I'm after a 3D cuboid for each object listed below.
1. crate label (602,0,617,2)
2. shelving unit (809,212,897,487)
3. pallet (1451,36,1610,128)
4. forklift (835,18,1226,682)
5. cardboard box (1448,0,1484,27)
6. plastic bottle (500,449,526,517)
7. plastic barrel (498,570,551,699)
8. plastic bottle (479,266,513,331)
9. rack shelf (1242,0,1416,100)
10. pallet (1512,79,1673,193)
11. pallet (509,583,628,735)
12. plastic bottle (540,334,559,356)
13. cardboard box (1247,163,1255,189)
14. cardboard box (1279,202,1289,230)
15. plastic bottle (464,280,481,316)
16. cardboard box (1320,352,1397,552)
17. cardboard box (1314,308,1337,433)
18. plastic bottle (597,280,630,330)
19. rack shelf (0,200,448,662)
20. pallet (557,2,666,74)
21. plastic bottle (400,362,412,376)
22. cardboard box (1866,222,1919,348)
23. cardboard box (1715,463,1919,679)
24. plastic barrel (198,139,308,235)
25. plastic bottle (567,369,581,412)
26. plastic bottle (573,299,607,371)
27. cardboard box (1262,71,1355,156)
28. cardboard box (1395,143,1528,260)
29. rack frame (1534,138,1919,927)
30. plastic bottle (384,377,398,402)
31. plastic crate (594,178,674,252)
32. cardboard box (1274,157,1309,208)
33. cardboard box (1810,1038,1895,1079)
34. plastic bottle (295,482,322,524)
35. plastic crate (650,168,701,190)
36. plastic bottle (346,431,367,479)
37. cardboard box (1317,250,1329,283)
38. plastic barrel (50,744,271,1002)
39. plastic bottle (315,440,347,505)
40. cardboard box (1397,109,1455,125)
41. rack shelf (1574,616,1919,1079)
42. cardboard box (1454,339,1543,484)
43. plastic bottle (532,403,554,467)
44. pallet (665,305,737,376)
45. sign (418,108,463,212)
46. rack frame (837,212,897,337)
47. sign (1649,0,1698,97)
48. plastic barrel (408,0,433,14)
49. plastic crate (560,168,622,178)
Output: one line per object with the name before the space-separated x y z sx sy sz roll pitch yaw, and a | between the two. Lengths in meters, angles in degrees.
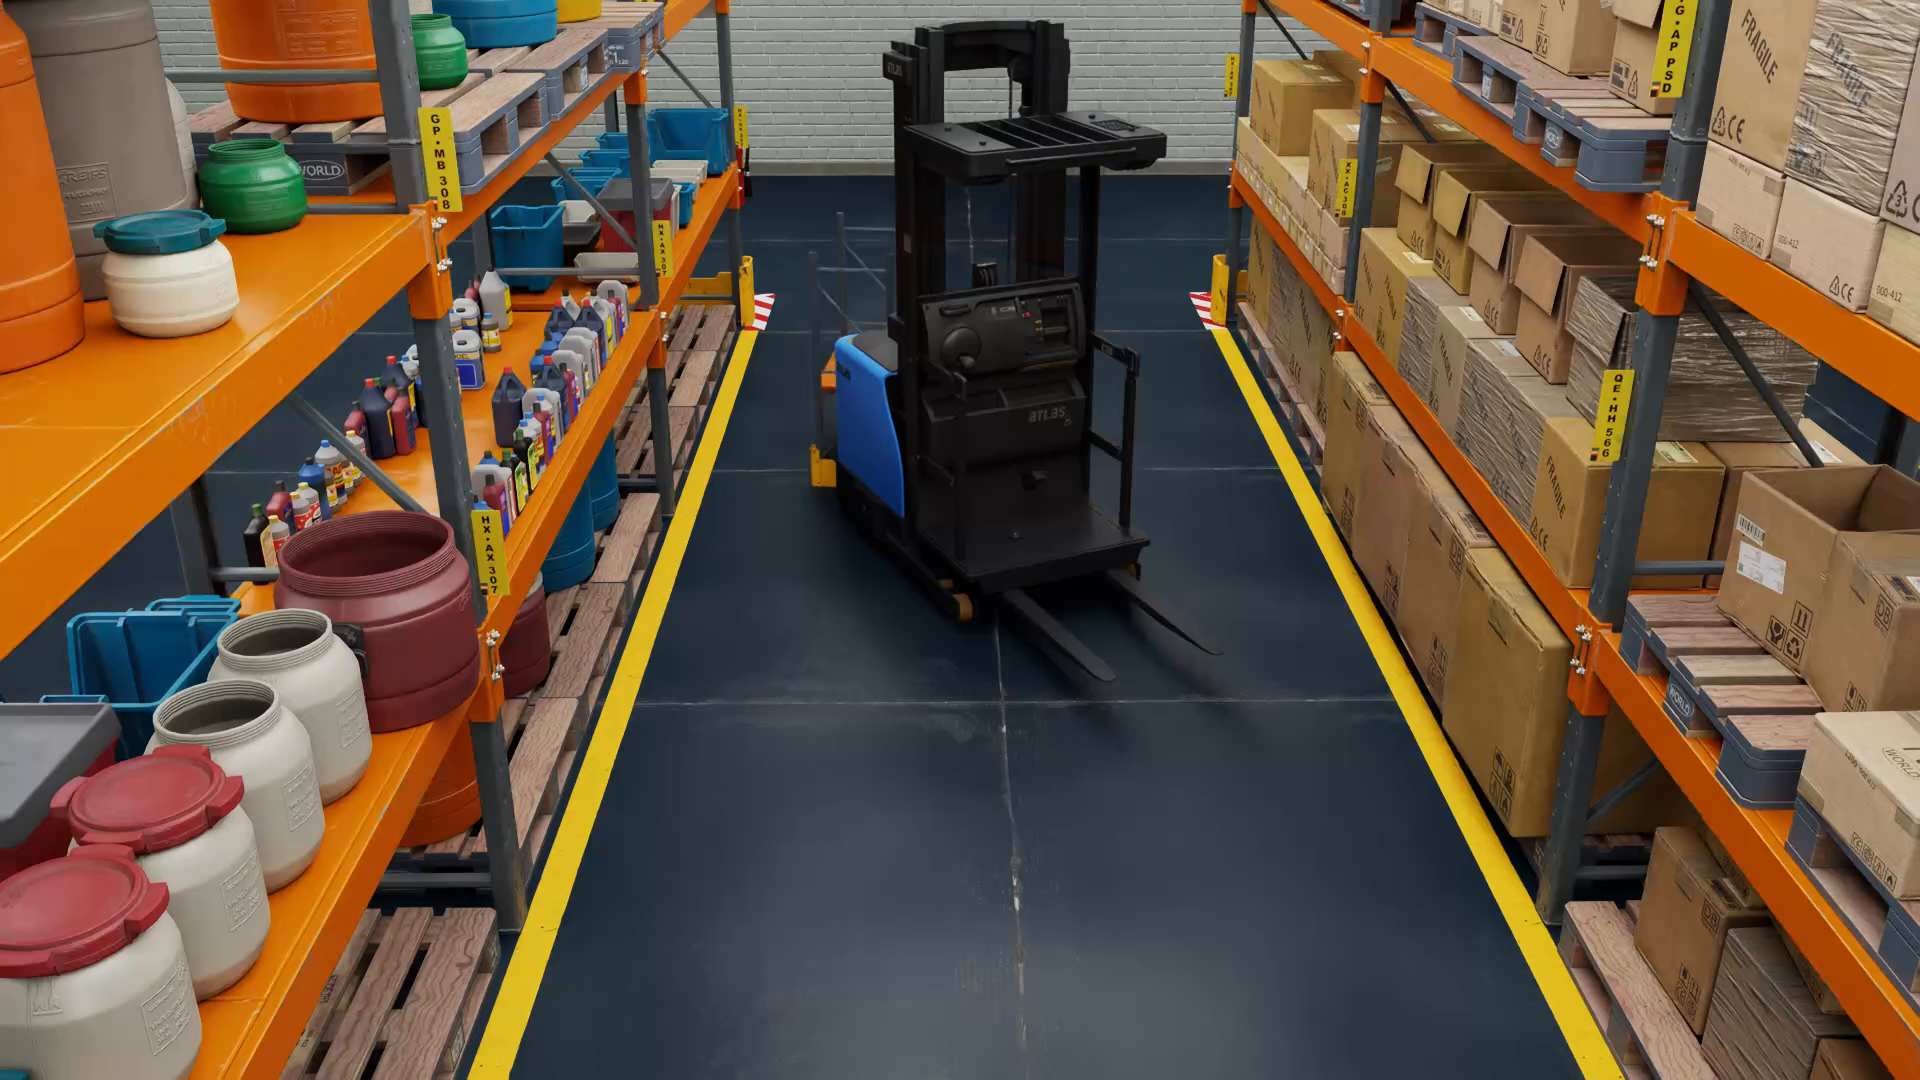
crate label | -1.949 -2.971 9.360 0.293 0.136 0.466 0 24 -1
shelving unit | -0.599 -1.235 10.660 0.587 1.500 1.083 2 24 5
pallet | 2.688 -1.902 6.905 1.003 0.211 1.213 1 24 2
forklift | 0.332 -1.095 8.615 1.130 2.935 3.031 -11 27 -23
cardboard box | 2.642 -2.609 7.837 0.500 0.311 0.500 -1 24 -2
plastic bottle | -1.832 -0.246 6.796 0.061 0.283 0.133 0 24 -1
plastic barrel | -2.224 0.367 7.715 0.600 0.588 0.708 0 24 -1
plastic bottle | -2.553 -1.336 9.124 0.144 0.351 0.185 0 24 -1
rack shelf | 2.698 -3.407 10.876 1.077 0.370 4.000 0 24 -1
pallet | 2.703 -1.442 5.886 1.213 0.211 1.003 1 24 2
pallet | -2.250 0.571 8.232 1.003 0.211 1.213 0 24 -1
plastic bottle | -2.019 -0.880 8.212 0.097 0.271 0.097 0 24 0
cardboard box | 2.357 -2.719 12.426 0.380 0.149 0.250 -1 24 -2
cardboard box | 2.373 -2.188 11.253 0.380 0.149 0.250 0 24 0
plastic bottle | -2.654 -1.261 9.039 0.061 0.283 0.133 0 24 -1
cardboard box | 2.747 -0.504 9.292 1.225 0.875 0.875 0 24 0
cardboard box | 2.793 -1.040 10.477 0.875 0.875 0.875 0 24 -1
plastic bottle | -1.905 -1.304 9.144 0.152 0.276 0.135 0 24 -1
rack shelf | -2.167 -0.088 3.538 1.077 0.370 4.000 0 24 -1
pallet | -2.127 -2.480 8.182 1.213 0.211 1.003 0 24 -1
plastic bottle | -2.621 -0.706 7.826 0.097 0.271 0.097 0 24 0
cardboard box | 2.534 -0.576 3.926 0.500 0.250 0.500 0 24 1
cardboard box | 2.809 0.090 5.281 0.500 0.500 0.500 -3 25 -7
plastic barrel | -2.135 -1.068 5.020 0.294 0.245 0.294 0 24 0
plastic bottle | -1.863 -0.713 7.928 0.097 0.201 0.097 0 24 0
plastic bottle | -1.894 -1.046 8.482 0.144 0.351 0.185 0 24 -1
cardboard box | 2.429 -2.983 11.616 0.500 0.500 0.500 -1 24 -2
cardboard box | 2.735 -1.783 8.715 0.797 0.503 0.637 -1 24 -2
rack frame | 2.763 0.104 5.880 1.000 3.000 0.127 0 24 -1
plastic bottle | -2.575 -0.587 7.551 0.061 0.283 0.133 0 24 -1
plastic crate | -1.992 -1.947 10.265 0.402 0.464 0.583 0 24 -1
cardboard box | 2.437 -2.424 11.291 0.500 0.250 0.500 -1 24 -2
cardboard box | 2.823 1.781 4.672 0.700 0.500 0.500 2 24 4
plastic bottle | -2.607 -0.131 6.640 0.097 0.201 0.097 0 24 0
plastic crate | -2.098 -2.622 12.156 0.396 0.136 0.243 0 24 -1
plastic bottle | -2.613 -0.371 7.172 0.097 0.201 0.097 0 24 0
cardboard box | 2.386 -1.660 10.085 0.380 0.149 0.250 0 24 0
plastic barrel | -1.949 0.837 4.094 0.433 0.535 0.433 0 24 0
plastic bottle | -2.610 -0.283 6.891 0.097 0.271 0.097 0 24 0
cardboard box | 2.973 -2.354 10.227 0.500 0.500 0.500 0 24 -1
rack shelf | 2.785 1.256 4.206 1.077 0.370 4.000 0 24 -1
cardboard box | 2.502 -0.563 7.233 0.500 0.500 0.500 -1 24 -2
plastic bottle | -1.838 -0.476 7.305 0.061 0.283 0.133 0 24 -1
pallet | -2.306 -1.559 12.942 1.003 0.211 1.213 0 24 -1
sign | -1.639 -1.198 5.246 0.100 0.325 0.005 0 24 -1
rack frame | -0.552 -1.440 11.113 0.500 1.500 0.032 2 24 5
sign | 2.208 -1.535 5.140 0.100 0.325 0.005 0 24 -1
plastic barrel | -2.359 -2.223 6.711 0.433 0.535 0.433 0 24 0
plastic crate | -2.589 -2.475 11.713 0.416 0.233 0.300 0 24 -1
